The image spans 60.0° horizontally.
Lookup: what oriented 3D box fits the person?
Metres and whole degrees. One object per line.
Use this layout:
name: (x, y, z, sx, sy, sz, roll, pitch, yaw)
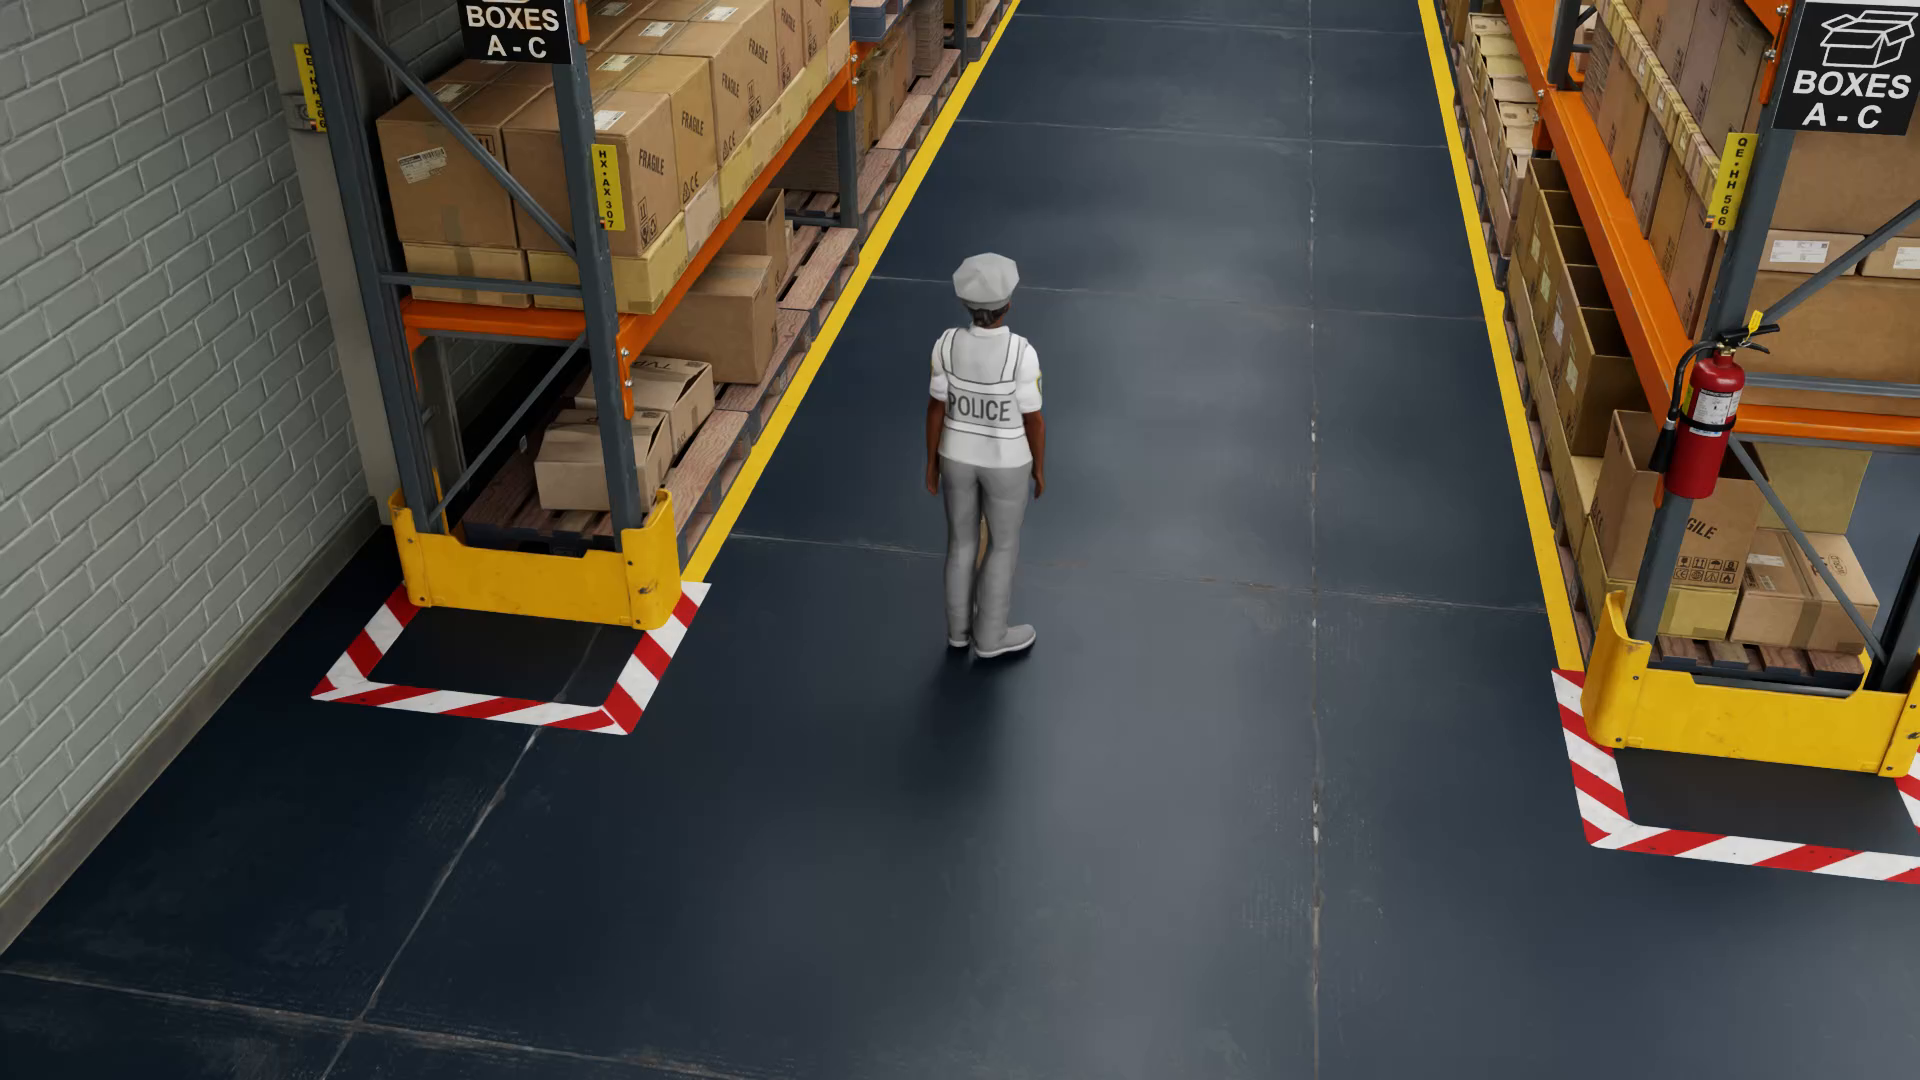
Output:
person: (0.100, -0.312, 6.566, 0.475, 1.685, 0.368, 11, 34, 16)
